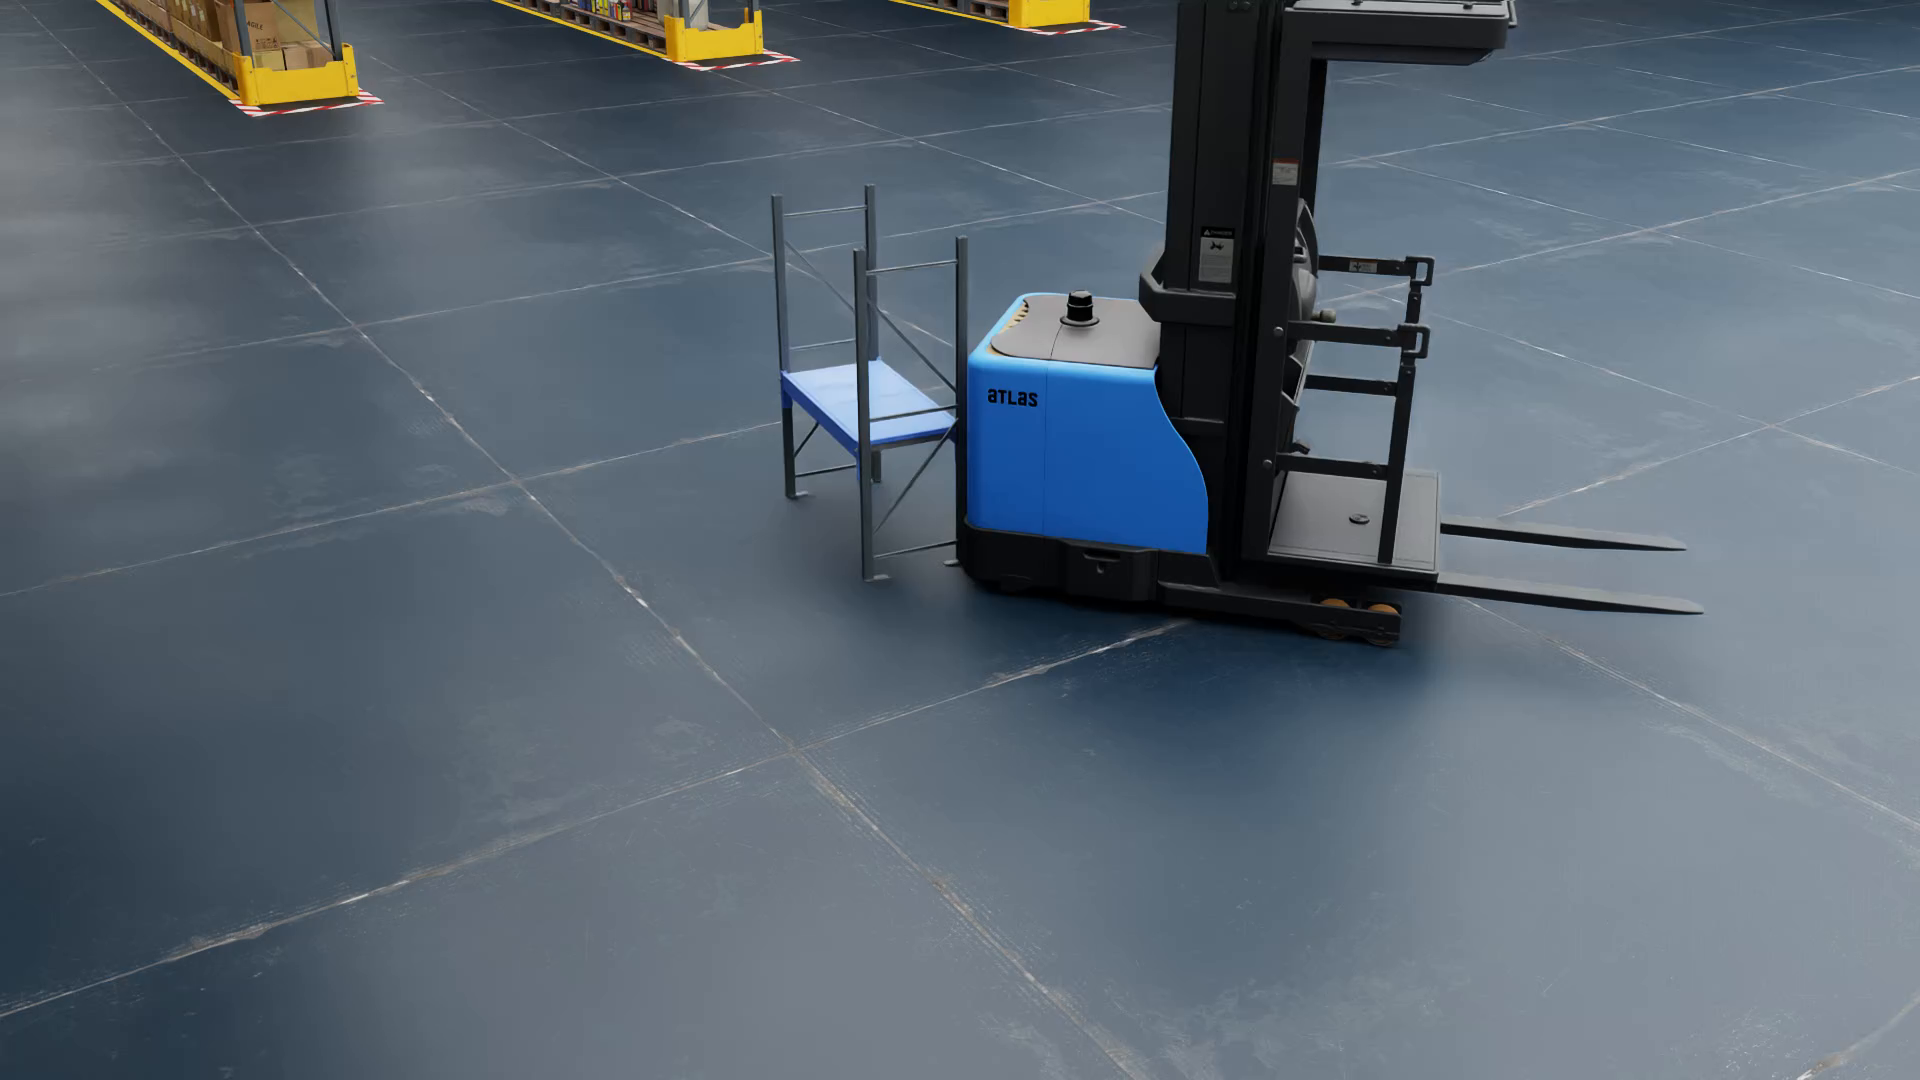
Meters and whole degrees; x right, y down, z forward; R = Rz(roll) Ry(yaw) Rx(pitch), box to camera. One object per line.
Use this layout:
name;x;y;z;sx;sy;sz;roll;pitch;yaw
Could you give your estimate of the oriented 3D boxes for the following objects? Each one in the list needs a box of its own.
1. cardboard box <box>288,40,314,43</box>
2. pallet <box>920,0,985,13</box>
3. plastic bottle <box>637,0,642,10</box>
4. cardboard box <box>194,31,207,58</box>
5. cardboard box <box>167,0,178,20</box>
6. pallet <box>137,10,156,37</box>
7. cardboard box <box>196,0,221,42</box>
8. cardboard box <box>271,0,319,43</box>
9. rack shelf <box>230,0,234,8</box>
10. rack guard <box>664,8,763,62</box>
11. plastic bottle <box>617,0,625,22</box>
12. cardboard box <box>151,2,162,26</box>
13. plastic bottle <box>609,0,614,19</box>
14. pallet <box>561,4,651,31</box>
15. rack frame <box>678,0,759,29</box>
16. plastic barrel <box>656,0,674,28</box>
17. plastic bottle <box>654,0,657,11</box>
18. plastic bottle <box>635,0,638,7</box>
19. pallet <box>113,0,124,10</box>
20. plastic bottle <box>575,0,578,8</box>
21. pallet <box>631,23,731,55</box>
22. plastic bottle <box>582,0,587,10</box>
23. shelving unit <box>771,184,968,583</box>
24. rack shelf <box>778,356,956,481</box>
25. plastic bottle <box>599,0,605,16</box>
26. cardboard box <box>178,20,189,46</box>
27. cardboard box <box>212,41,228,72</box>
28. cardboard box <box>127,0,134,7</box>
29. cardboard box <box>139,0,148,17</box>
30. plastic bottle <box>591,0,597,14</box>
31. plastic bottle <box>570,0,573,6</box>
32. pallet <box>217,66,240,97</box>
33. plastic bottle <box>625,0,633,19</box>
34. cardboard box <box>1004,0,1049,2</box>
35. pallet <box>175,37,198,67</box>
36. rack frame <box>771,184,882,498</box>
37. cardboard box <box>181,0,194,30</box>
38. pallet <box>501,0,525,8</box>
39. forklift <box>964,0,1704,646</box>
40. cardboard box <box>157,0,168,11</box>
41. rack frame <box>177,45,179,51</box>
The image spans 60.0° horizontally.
cardboard box;-7.425;-5.446;18.502;0.500;0.250;0.500;-16;29;-30
pallet;0.142;-7.886;24.209;1.003;0.211;1.213;-16;29;-30
plastic bottle;-4.272;-7.252;22.265;0.061;0.283;0.133;-16;29;-30
cardboard box;-8.412;-5.681;19.000;0.500;0.250;0.500;-16;29;-30
cardboard box;-9.236;-6.556;19.974;0.500;0.500;0.500;-16;29;-30
pallet;-10.331;-6.939;22.202;1.003;0.211;1.213;-16;29;-30
cardboard box;-8.143;-5.841;18.459;0.500;0.500;0.500;-16;29;-30
cardboard box;-7.424;-5.786;18.343;0.500;0.500;0.500;-16;29;-30
rack shelf;-8.135;-6.468;18.781;1.077;0.370;4.000;-16;29;-30
rack guard;-2.972;-6.117;20.122;1.175;0.500;0.348;-16;29;-30
plastic bottle;-4.340;-6.794;21.295;0.061;0.283;0.133;-15;29;-28
cardboard box;-9.970;-6.718;21.195;0.500;0.250;0.500;-16;30;-30
plastic bottle;-4.451;-6.899;21.526;0.152;0.276;0.135;-16;30;-31
pallet;-4.743;-7.151;22.651;1.003;0.211;1.213;-16;29;-30
rack frame;-2.891;-7.231;19.554;1.000;3.000;0.127;-16;29;-30
plastic barrel;-3.588;-6.693;20.836;0.421;0.512;0.421;0;25;0
plastic bottle;-4.027;-7.153;22.152;0.097;0.201;0.097;0;25;0
plastic bottle;-4.376;-7.431;22.565;0.144;0.351;0.185;-17;30;-32
pallet;-11.786;-7.954;24.353;1.003;0.211;1.213;-16;29;-30
plastic bottle;-5.157;-7.307;22.476;0.097;0.201;0.097;0;25;0
pallet;-3.411;-6.278;20.802;1.003;0.211;1.213;-16;29;-30
plastic bottle;-4.981;-7.278;22.240;0.144;0.351;0.185;-15;29;-28
shelving unit;-0.414;-0.737;7.554;0.538;1.500;1.048;-11;27;-22
rack shelf;-0.414;-0.574;7.631;0.538;0.185;1.000;-11;27;-22
plastic bottle;-4.646;-7.058;21.775;0.144;0.351;0.185;-16;30;-30
cardboard box;-8.959;-6.039;19.757;0.500;0.250;0.500;-16;29;-30
cardboard box;-7.866;-5.324;18.243;0.500;0.250;0.500;-16;29;-30
cardboard box;-11.095;-7.451;22.748;0.500;0.250;0.500;-16;30;-31
cardboard box;-10.527;-7.083;21.969;0.500;0.250;0.500;-15;29;-29
plastic bottle;-4.823;-7.111;21.966;0.061;0.283;0.133;-14;29;-27
plastic bottle;-5.268;-7.411;22.616;0.097;0.271;0.097;0;25;0
pallet;-7.495;-5.081;18.266;1.003;0.211;1.213;-16;29;-30
plastic bottle;-4.286;-6.878;21.473;0.061;0.283;0.133;-16;29;-30
cardboard box;0.932;-7.672;22.925;0.500;0.500;0.500;-10;27;-20
pallet;-8.827;-5.954;20.115;1.003;0.211;1.213;-16;29;-30
rack frame;-0.627;-0.934;7.972;0.500;1.500;0.032;-11;27;-22
cardboard box;-8.690;-6.198;19.216;0.500;0.500;0.500;-16;29;-30
pallet;-6.206;-8.110;24.681;1.003;0.211;1.213;-16;29;-30
forklift;1.591;-1.144;6.740;3.031;2.935;1.130;7;26;14
cardboard box;-9.688;-6.787;20.685;0.500;0.311;0.500;-16;29;-30
rack frame;-9.226;-7.509;20.143;1.000;3.000;0.127;-16;29;-30
